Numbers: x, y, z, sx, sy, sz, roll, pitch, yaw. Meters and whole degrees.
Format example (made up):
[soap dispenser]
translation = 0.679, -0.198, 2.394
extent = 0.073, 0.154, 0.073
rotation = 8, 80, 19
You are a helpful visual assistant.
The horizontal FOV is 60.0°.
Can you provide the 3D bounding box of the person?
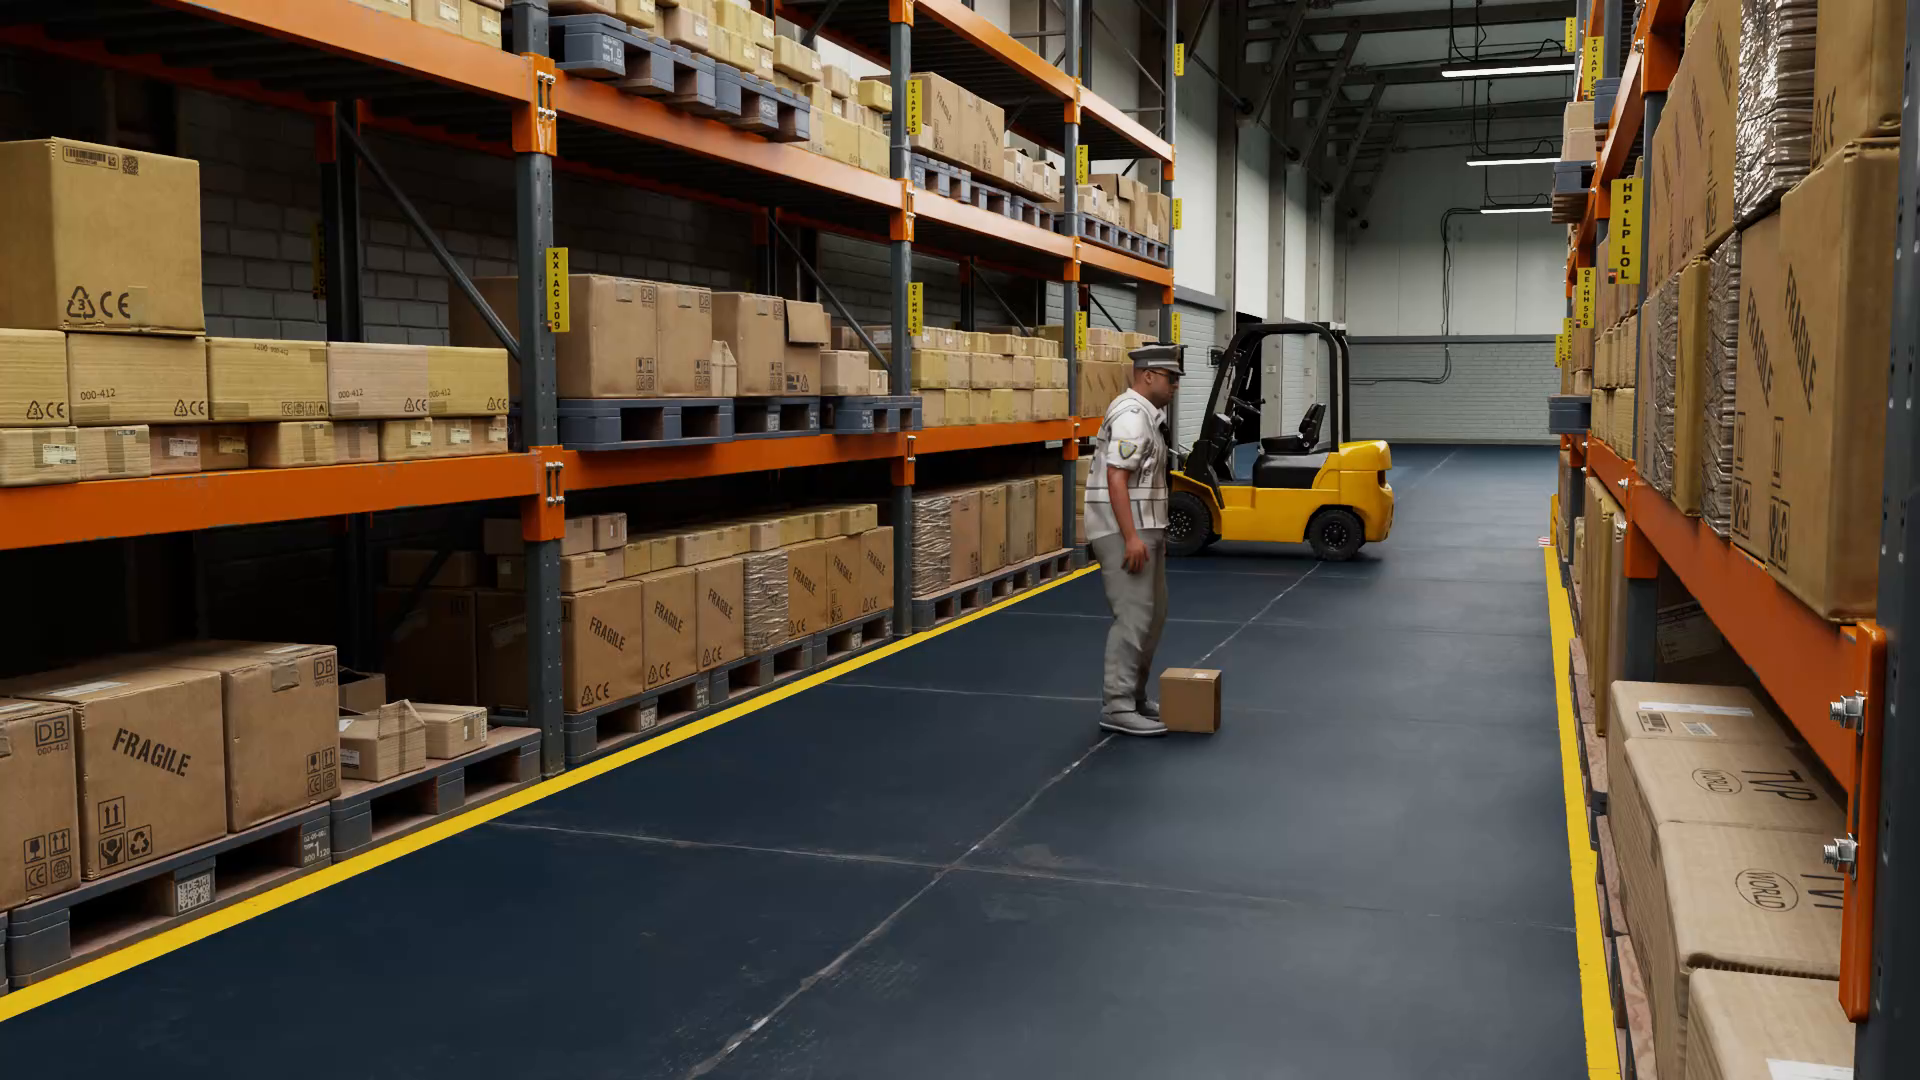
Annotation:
[person]
translation = 0.799, -0.018, 7.653
extent = 0.435, 1.748, 0.593
rotation = 2, 5, 17
